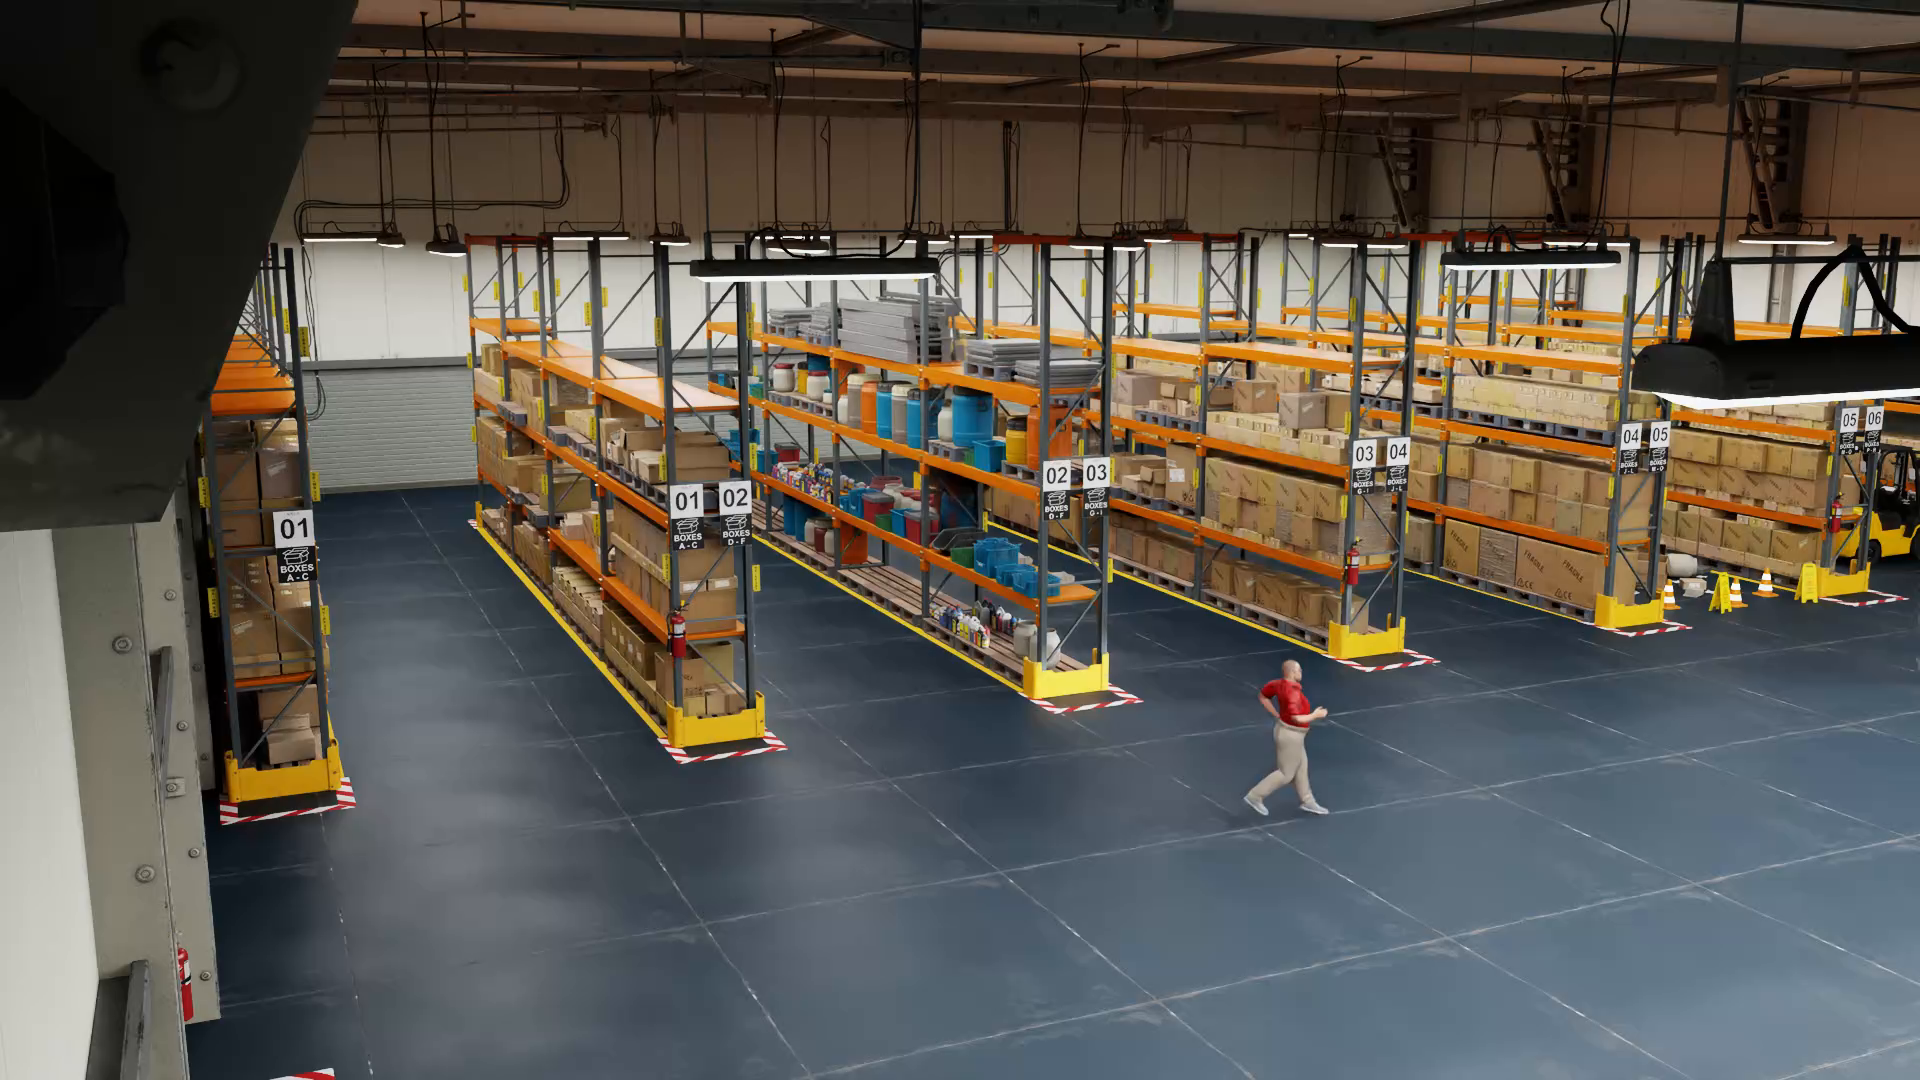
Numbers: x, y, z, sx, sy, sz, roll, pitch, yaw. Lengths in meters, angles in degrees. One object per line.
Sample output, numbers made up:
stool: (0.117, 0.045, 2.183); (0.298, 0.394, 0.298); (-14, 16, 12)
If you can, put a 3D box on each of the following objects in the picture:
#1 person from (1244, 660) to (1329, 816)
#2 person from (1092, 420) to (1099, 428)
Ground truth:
person: (3.487, 2.113, 17.609); (0.966, 1.740, 0.659); (-1, 11, -5)
person: (3.090, -1.931, 38.410); (0.725, 1.753, 1.020); (-5, 12, -24)
